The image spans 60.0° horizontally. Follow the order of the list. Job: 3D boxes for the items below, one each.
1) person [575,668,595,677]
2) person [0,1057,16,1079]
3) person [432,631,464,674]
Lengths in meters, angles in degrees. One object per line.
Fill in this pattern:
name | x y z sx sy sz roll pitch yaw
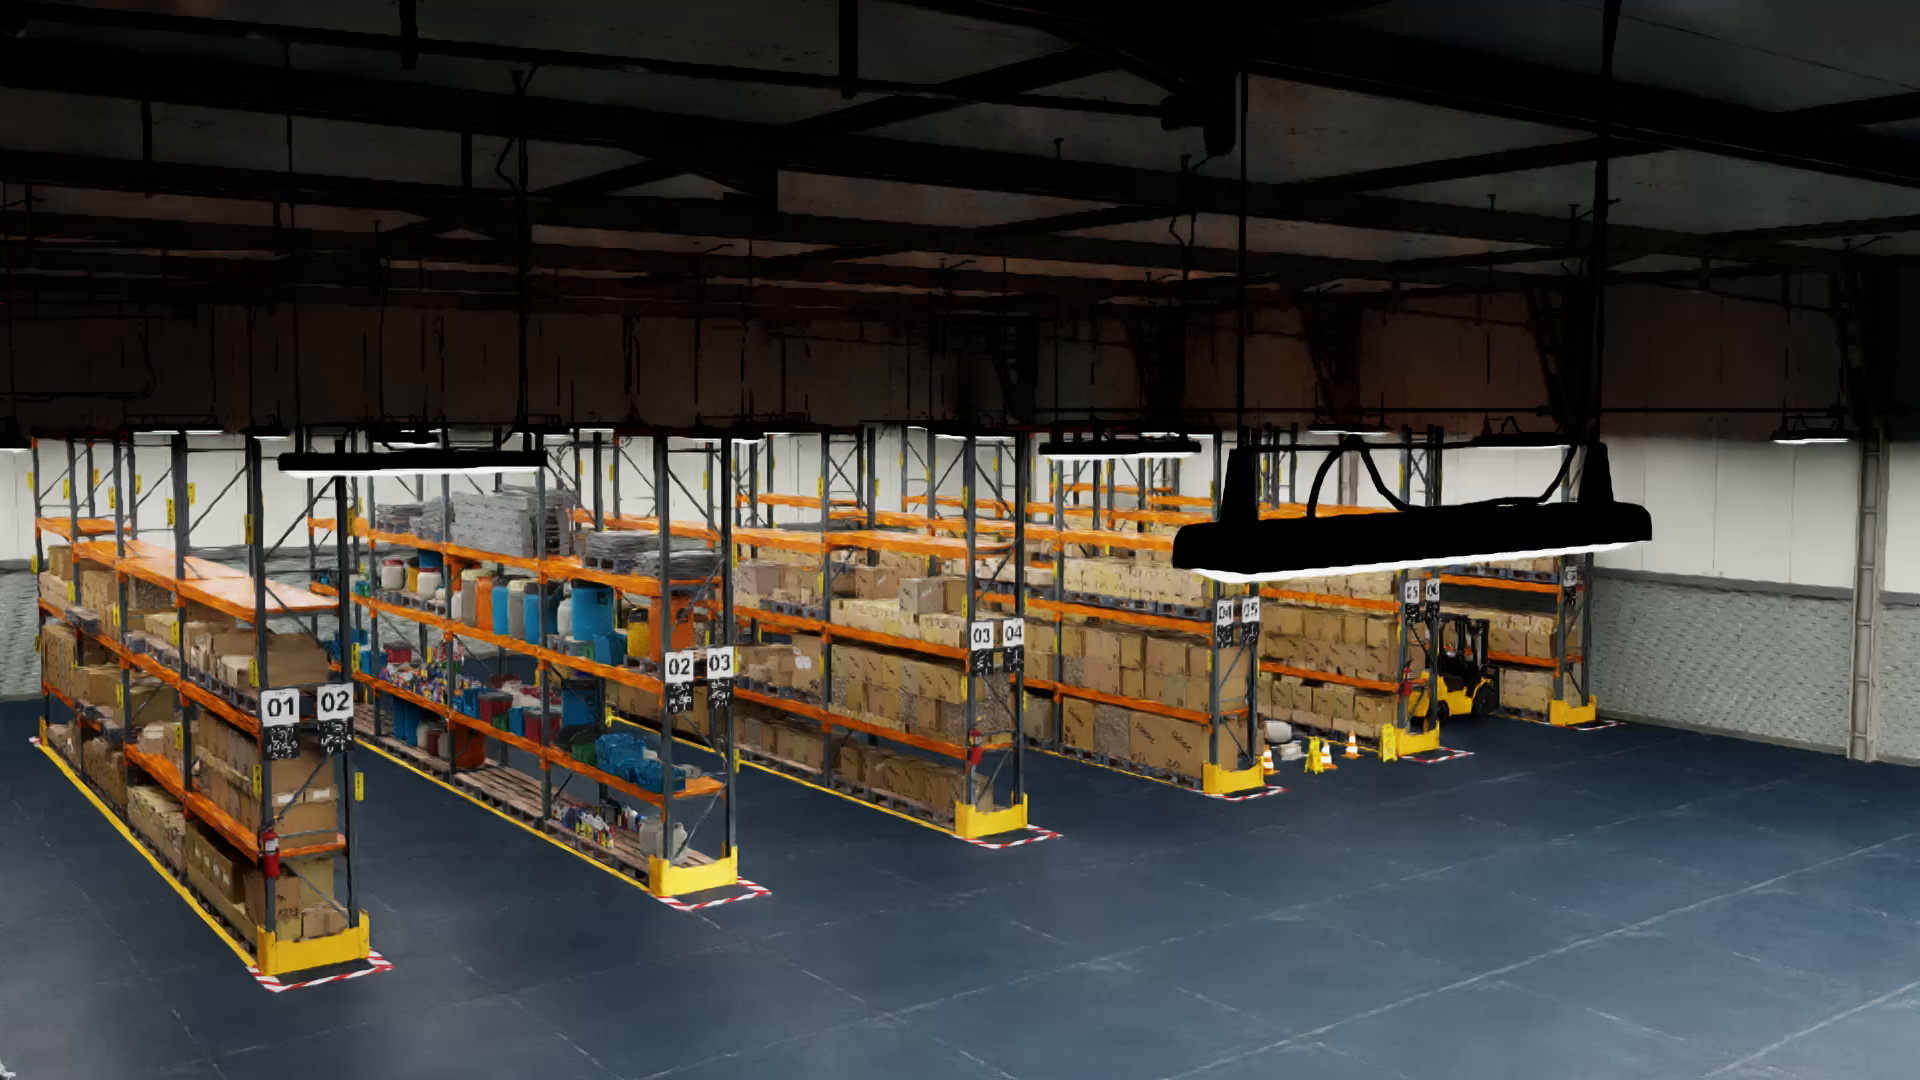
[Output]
person | -7.322 2.952 32.602 0.508 1.644 0.423 2 5 24
person | -9.370 4.290 15.516 0.929 1.635 0.533 2 5 26
person | -11.134 2.628 36.237 0.677 1.742 0.552 -4 6 -38
